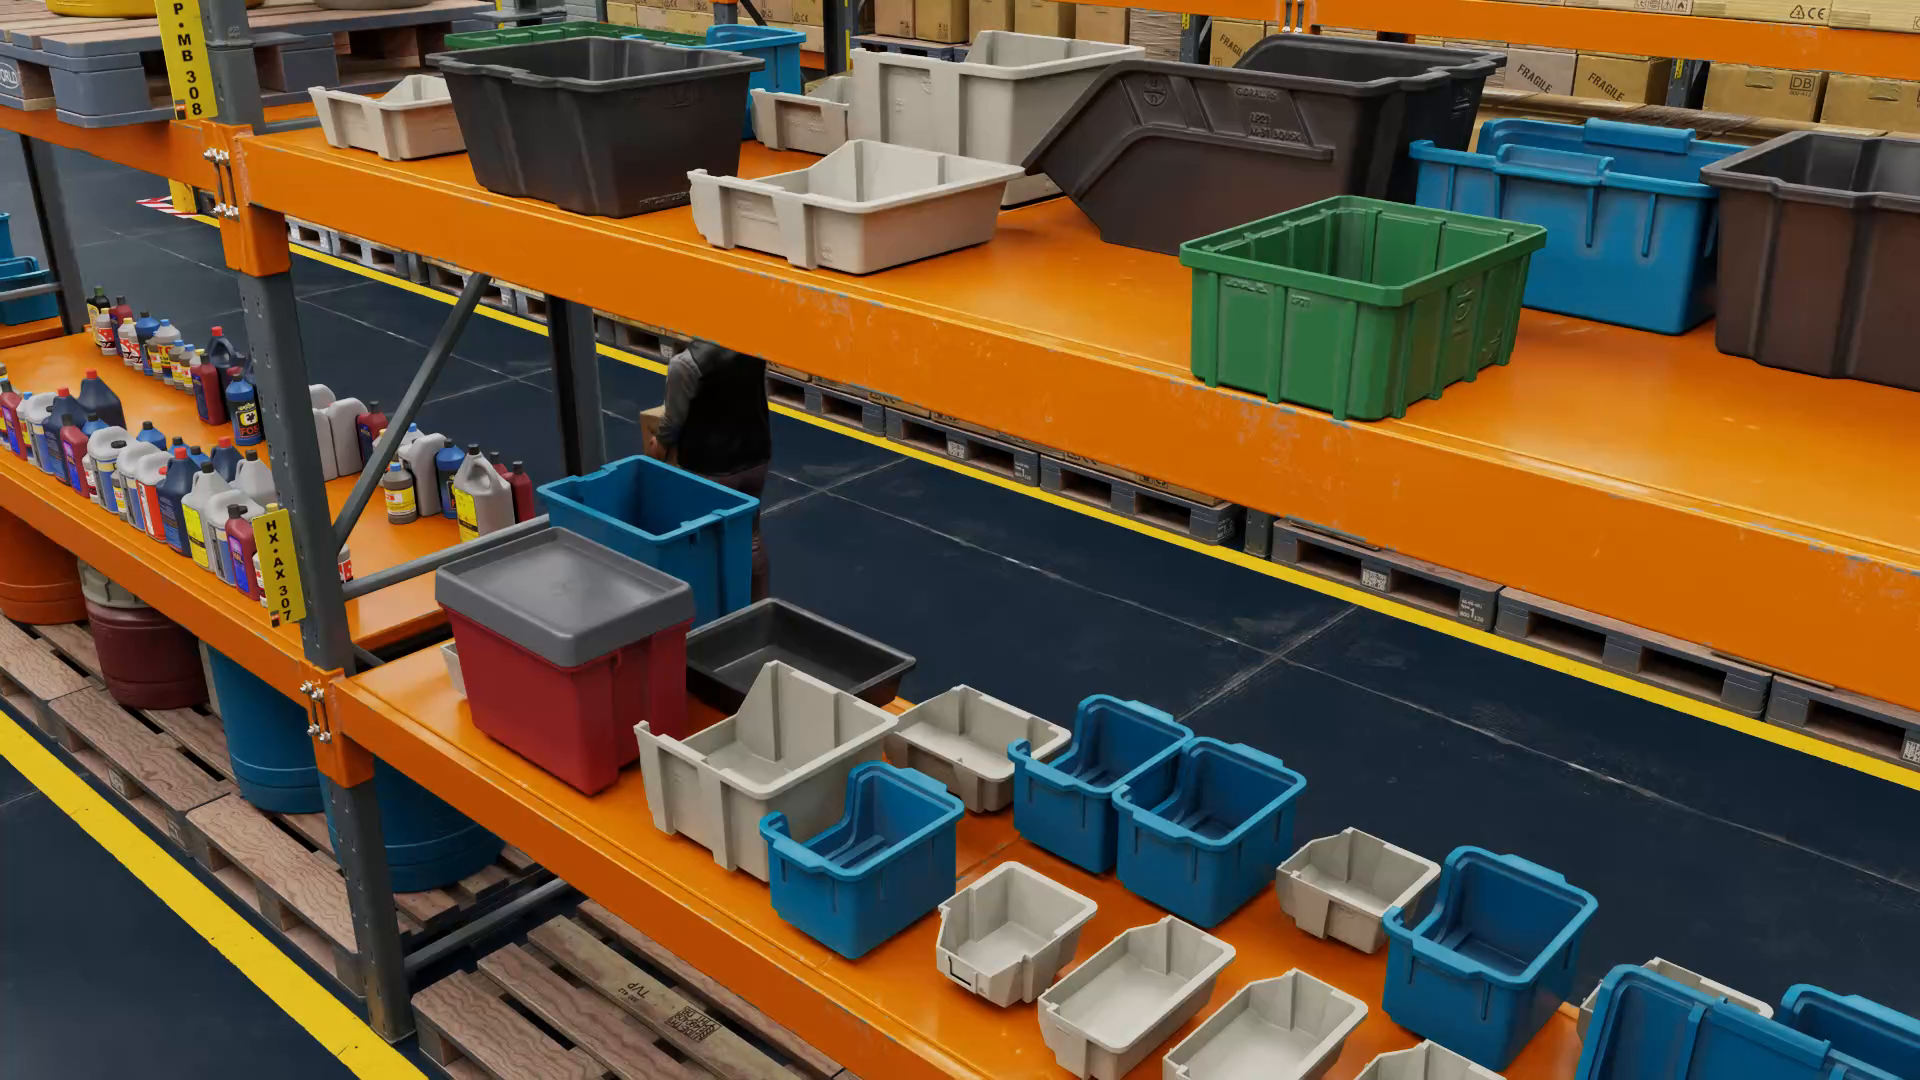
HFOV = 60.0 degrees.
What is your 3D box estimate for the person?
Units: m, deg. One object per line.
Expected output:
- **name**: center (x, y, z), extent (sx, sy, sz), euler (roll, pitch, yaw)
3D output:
- **person**: center (-1.111, -0.354, 7.429), extent (0.522, 1.727, 0.532), euler (20, 30, 37)
